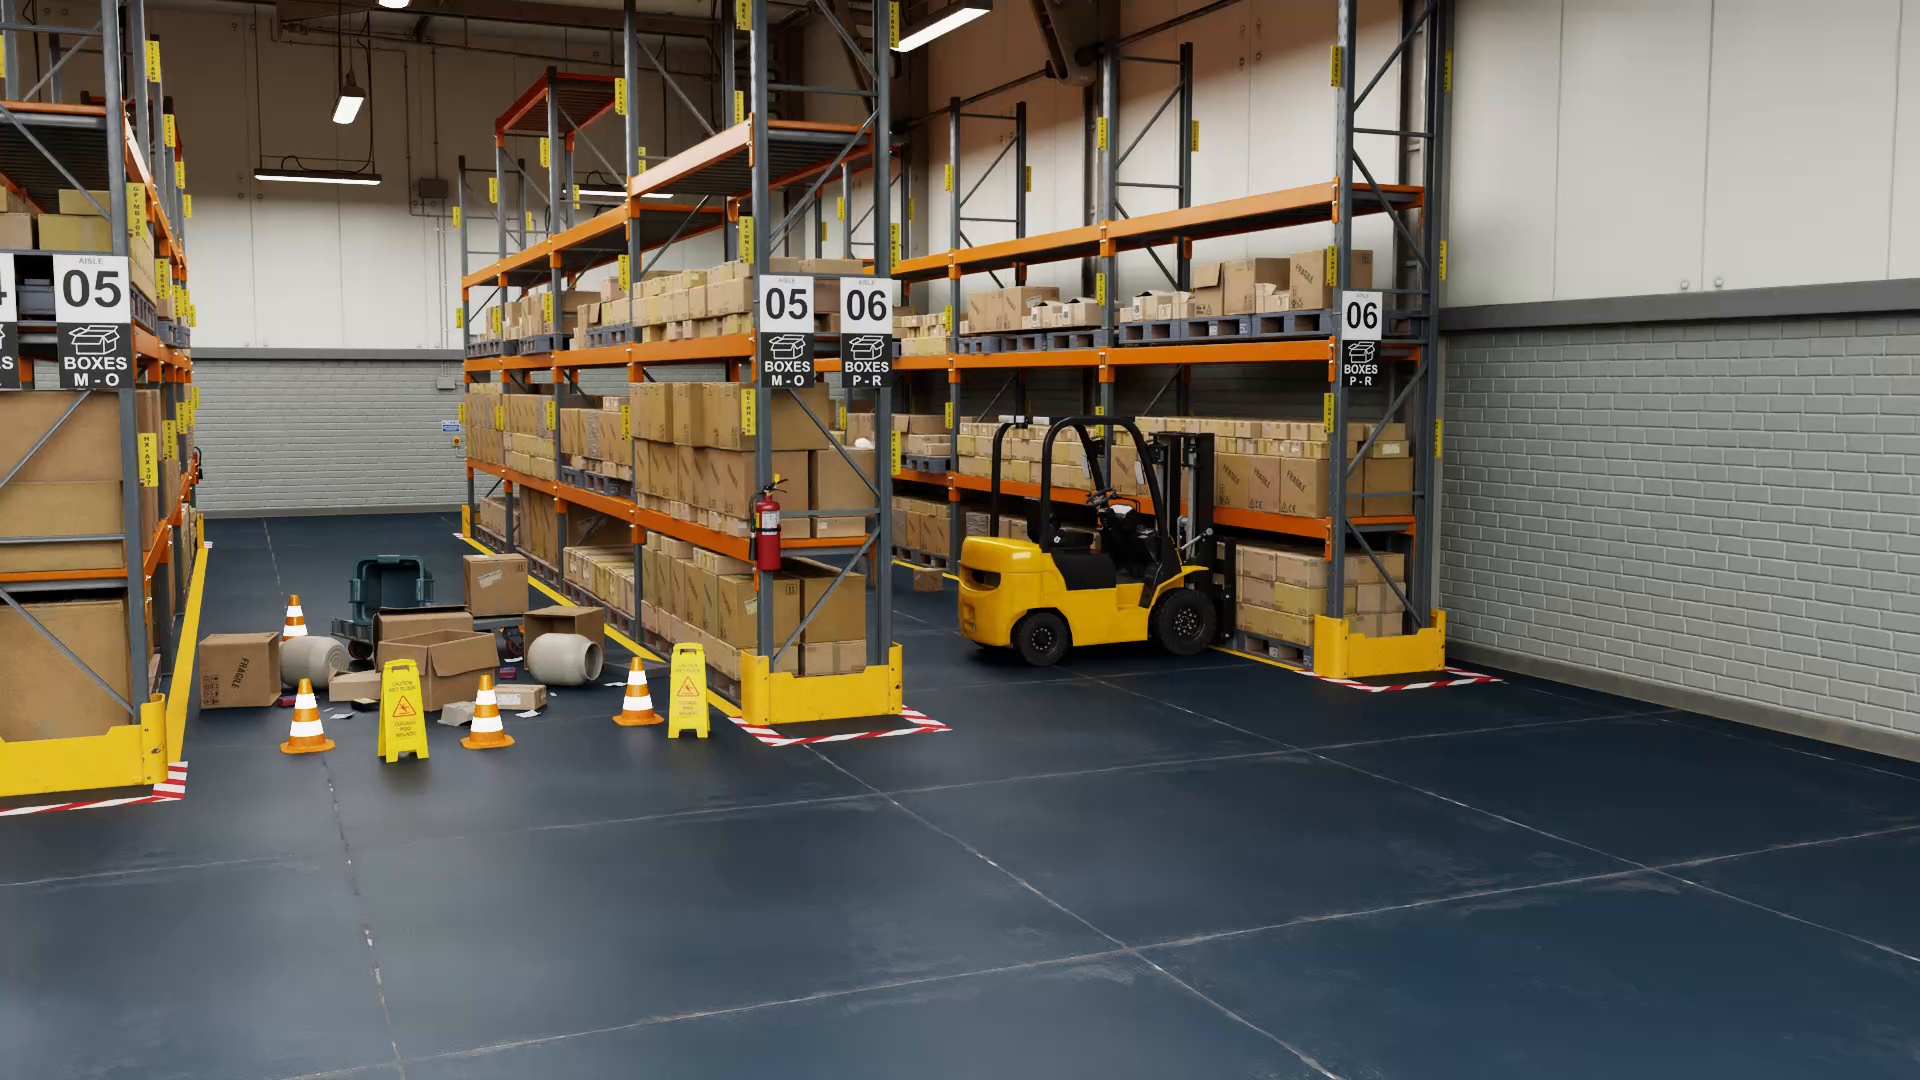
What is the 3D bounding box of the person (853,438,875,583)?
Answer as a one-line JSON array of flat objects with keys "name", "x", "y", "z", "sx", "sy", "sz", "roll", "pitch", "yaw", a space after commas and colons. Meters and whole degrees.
[{"name": "person", "x": -1.213, "y": -0.359, "z": 20.265, "sx": 0.533, "sy": 1.775, "sz": 0.456, "roll": -3, "pitch": 6, "yaw": -33}]
